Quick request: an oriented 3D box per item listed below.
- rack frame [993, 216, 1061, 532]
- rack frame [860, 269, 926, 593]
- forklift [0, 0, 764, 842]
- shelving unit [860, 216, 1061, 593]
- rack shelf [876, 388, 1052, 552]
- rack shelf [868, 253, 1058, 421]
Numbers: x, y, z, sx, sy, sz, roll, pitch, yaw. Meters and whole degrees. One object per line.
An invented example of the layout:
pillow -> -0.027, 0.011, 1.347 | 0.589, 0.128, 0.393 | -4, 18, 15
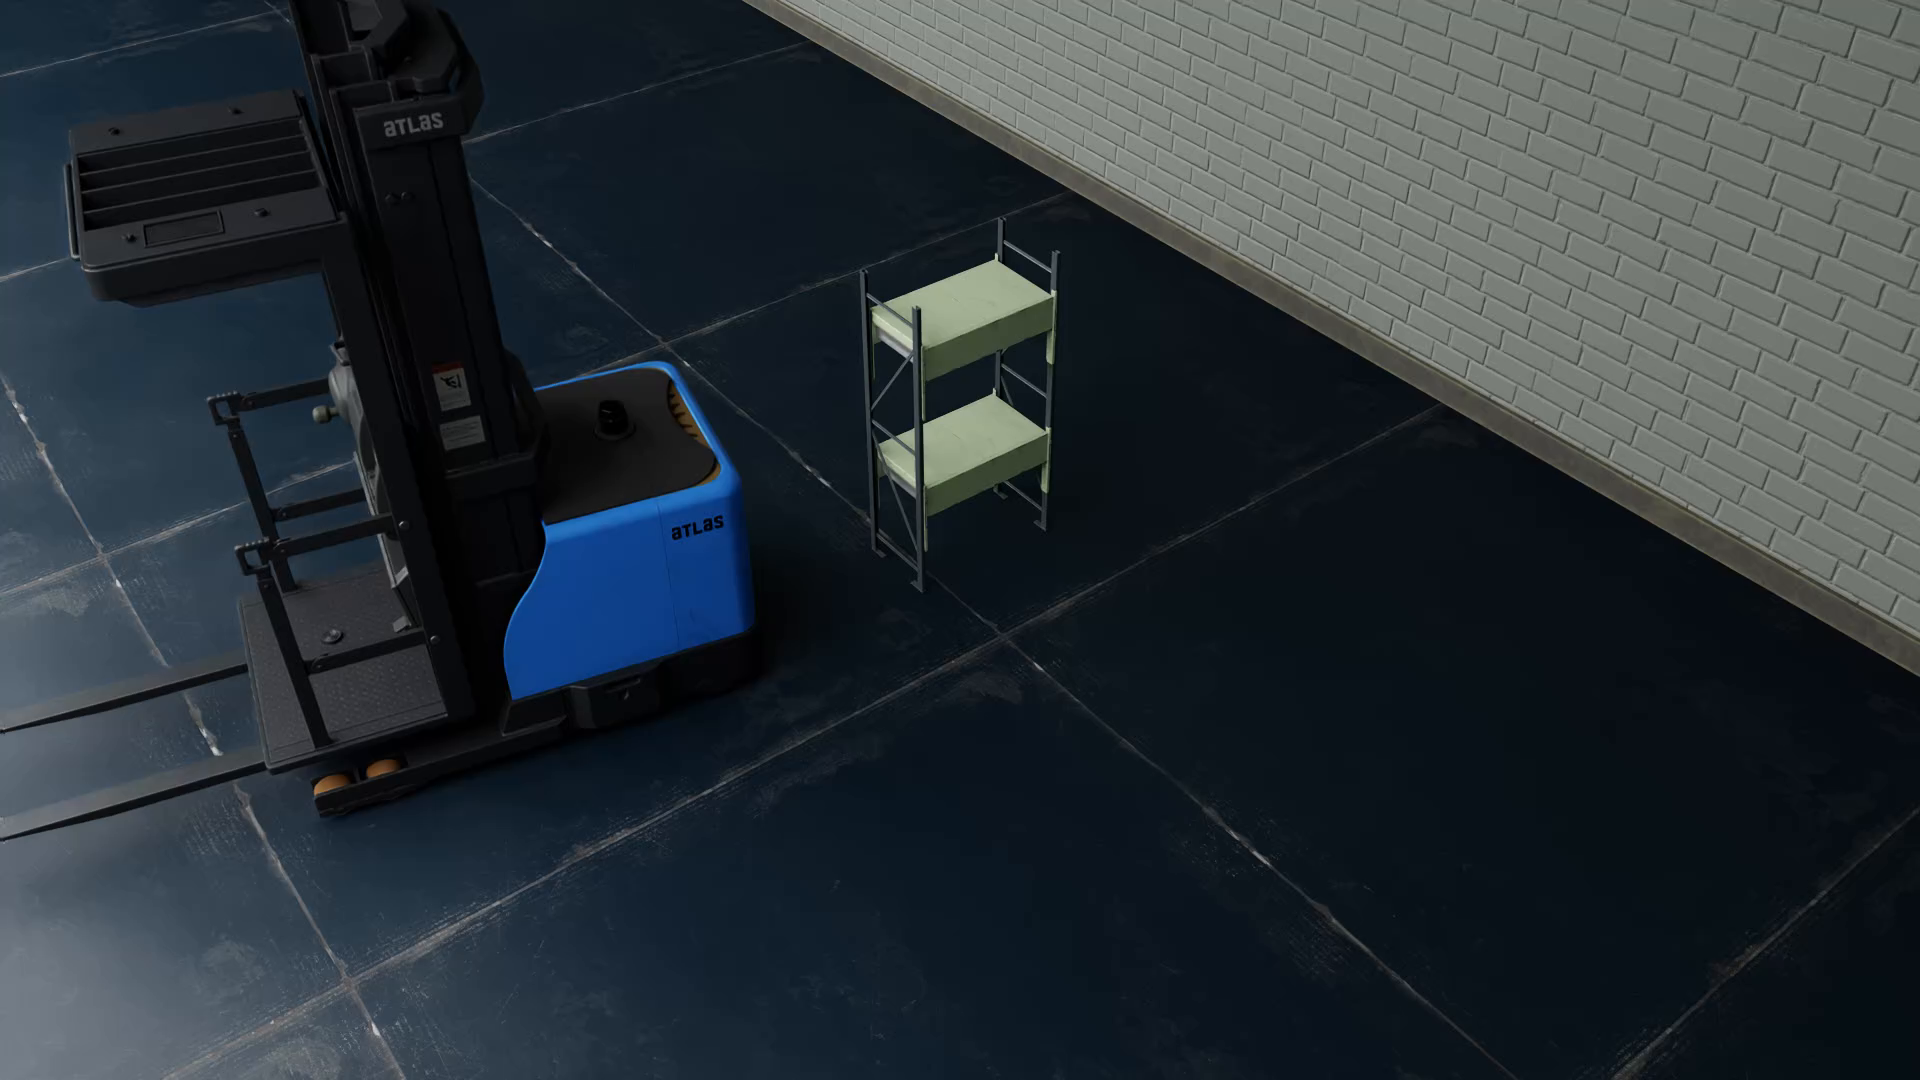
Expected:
rack frame -> 0.295, -0.724, 7.583 | 0.023, 1.500, 0.400 | -26, 46, -28
rack frame -> -0.285, -0.441, 7.239 | 0.023, 1.500, 0.400 | -26, 46, -28
forklift -> -2.403, -0.429, 6.096 | 3.031, 2.935, 1.130 | -16, 42, -19
shelving unit -> 0.005, -0.582, 7.411 | 0.755, 1.500, 0.431 | -26, 46, -28
rack shelf -> 0.005, -0.330, 7.618 | 0.720, 0.370, 0.431 | -26, 46, -28
rack shelf -> 0.005, -0.884, 7.163 | 0.720, 0.370, 0.431 | -26, 46, -28
